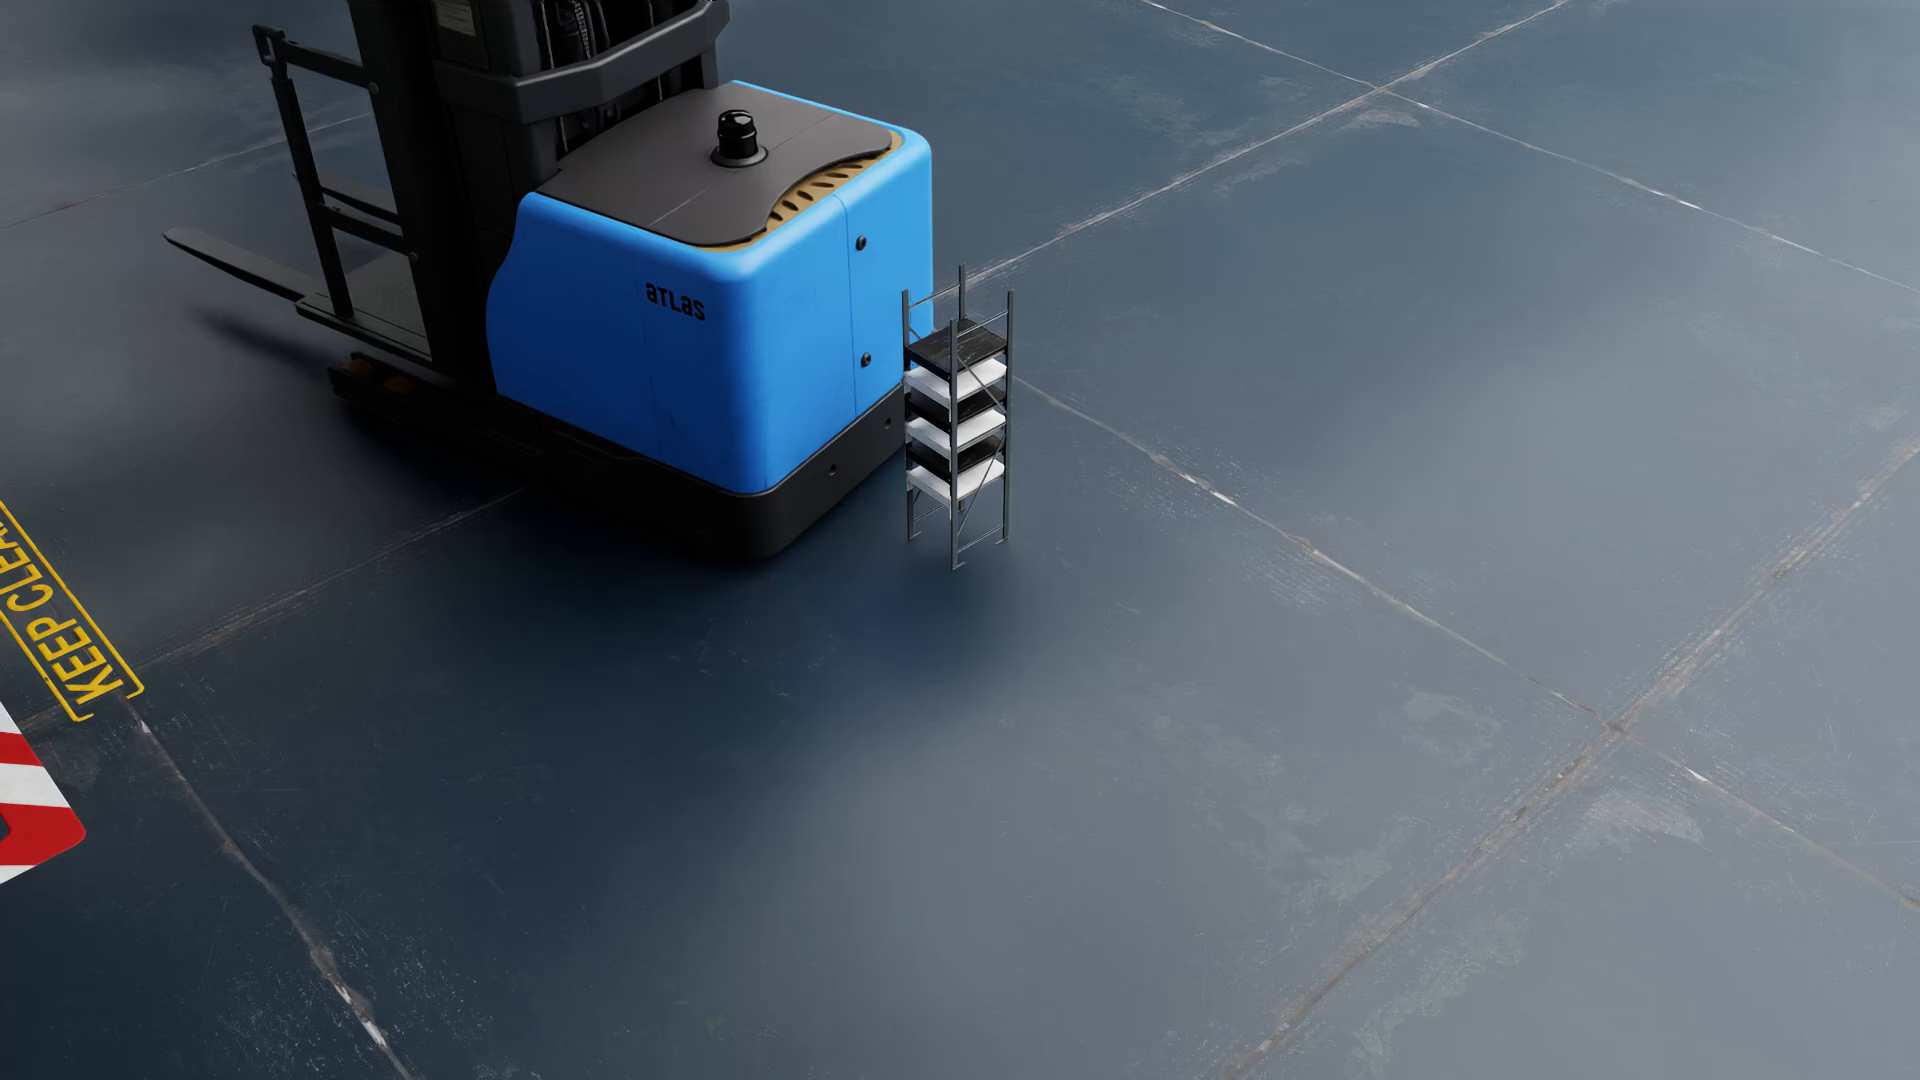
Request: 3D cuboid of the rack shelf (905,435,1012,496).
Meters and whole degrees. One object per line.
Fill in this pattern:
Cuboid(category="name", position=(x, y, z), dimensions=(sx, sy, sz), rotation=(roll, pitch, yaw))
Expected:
Cuboid(category="rack shelf", position=(-0.005, -0.258, 5.049), dimensions=(0.258, 0.077, 0.200), rotation=(-30, 48, -32))

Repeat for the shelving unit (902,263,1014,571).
Cuboid(category="shelving unit", position=(-0.005, -0.354, 4.972), dimensions=(0.258, 0.900, 0.210), rotation=(-30, 48, -32))

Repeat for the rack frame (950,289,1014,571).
Cuboid(category="rack frame", position=(0.063, -0.307, 4.914), dimensions=(0.240, 0.900, 0.006), rotation=(-30, 48, -32))

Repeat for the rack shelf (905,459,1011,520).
Cuboid(category="rack shelf", position=(-0.005, -0.188, 5.106), dimensions=(0.258, 0.077, 0.200), rotation=(-30, 48, -32))

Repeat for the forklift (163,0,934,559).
Cuboid(category="forklift", position=(-1.588, -1.793, 5.137), dimensions=(3.031, 2.935, 1.130), rotation=(22, 44, 25))

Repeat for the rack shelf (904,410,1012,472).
Cuboid(category="rack shelf", position=(-0.005, -0.328, 4.993), dimensions=(0.258, 0.077, 0.200), rotation=(-30, 48, -32))

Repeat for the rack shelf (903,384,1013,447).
Cuboid(category="rack shelf", position=(-0.005, -0.398, 4.936), dimensions=(0.258, 0.077, 0.200), rotation=(-30, 48, -32))

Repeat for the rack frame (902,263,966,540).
Cuboid(category="rack frame", position=(-0.074, -0.401, 5.030), dimensions=(0.240, 0.900, 0.006), rotation=(-30, 48, -32))

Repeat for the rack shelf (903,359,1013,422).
Cuboid(category="rack shelf", position=(-0.005, -0.468, 4.880), dimensions=(0.258, 0.077, 0.200), rotation=(-30, 48, -32))

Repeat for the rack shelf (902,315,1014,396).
Cuboid(category="rack shelf", position=(-0.005, -0.538, 4.823), dimensions=(0.258, 0.077, 0.200), rotation=(-30, 48, -32))
